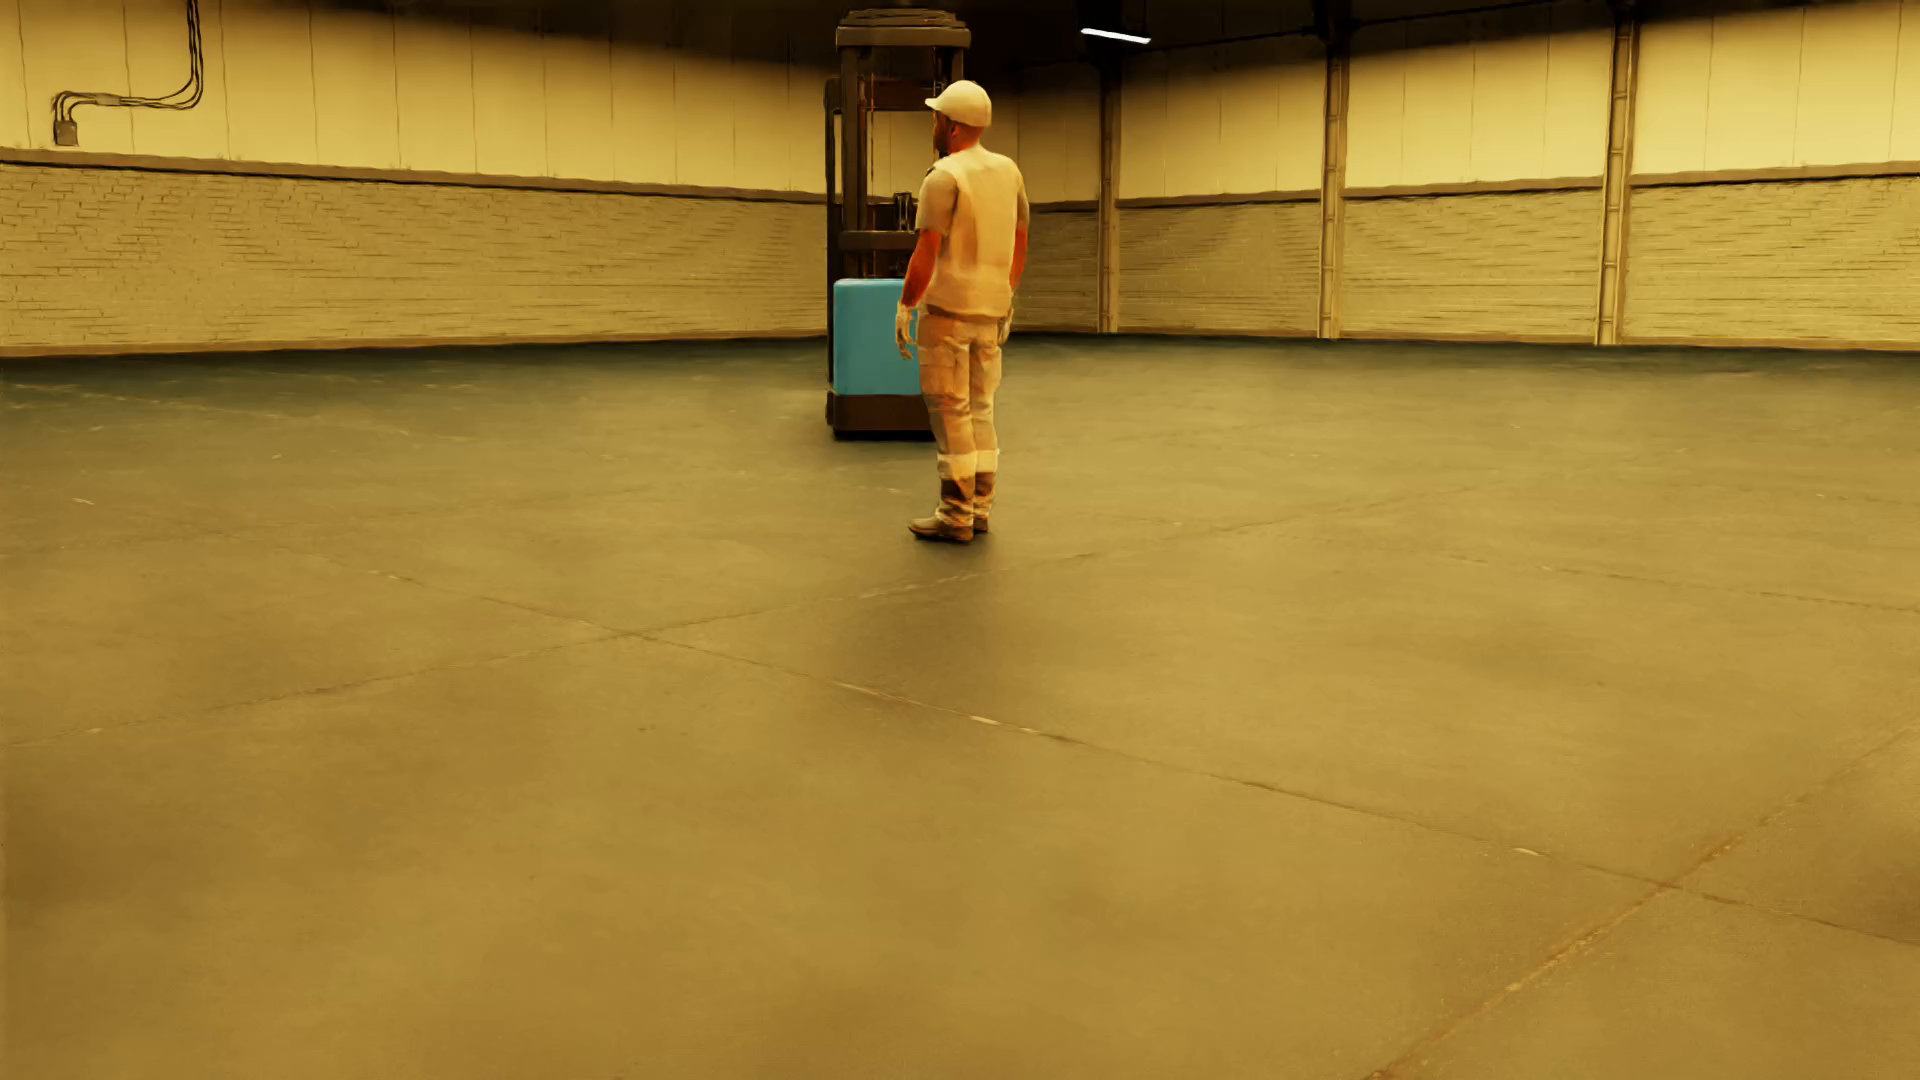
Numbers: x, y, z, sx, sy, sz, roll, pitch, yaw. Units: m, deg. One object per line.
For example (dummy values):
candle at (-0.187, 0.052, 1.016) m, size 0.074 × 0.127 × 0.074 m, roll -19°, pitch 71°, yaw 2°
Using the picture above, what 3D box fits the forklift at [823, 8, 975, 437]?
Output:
forklift at (-0.457, -2.340, 12.414) m, size 1.130 × 2.935 × 3.031 m, roll -1°, pitch 9°, yaw -5°

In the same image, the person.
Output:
person at (-0.050, -0.901, 6.646) m, size 0.563 × 1.787 × 0.637 m, roll 8°, pitch 12°, yaw 43°
